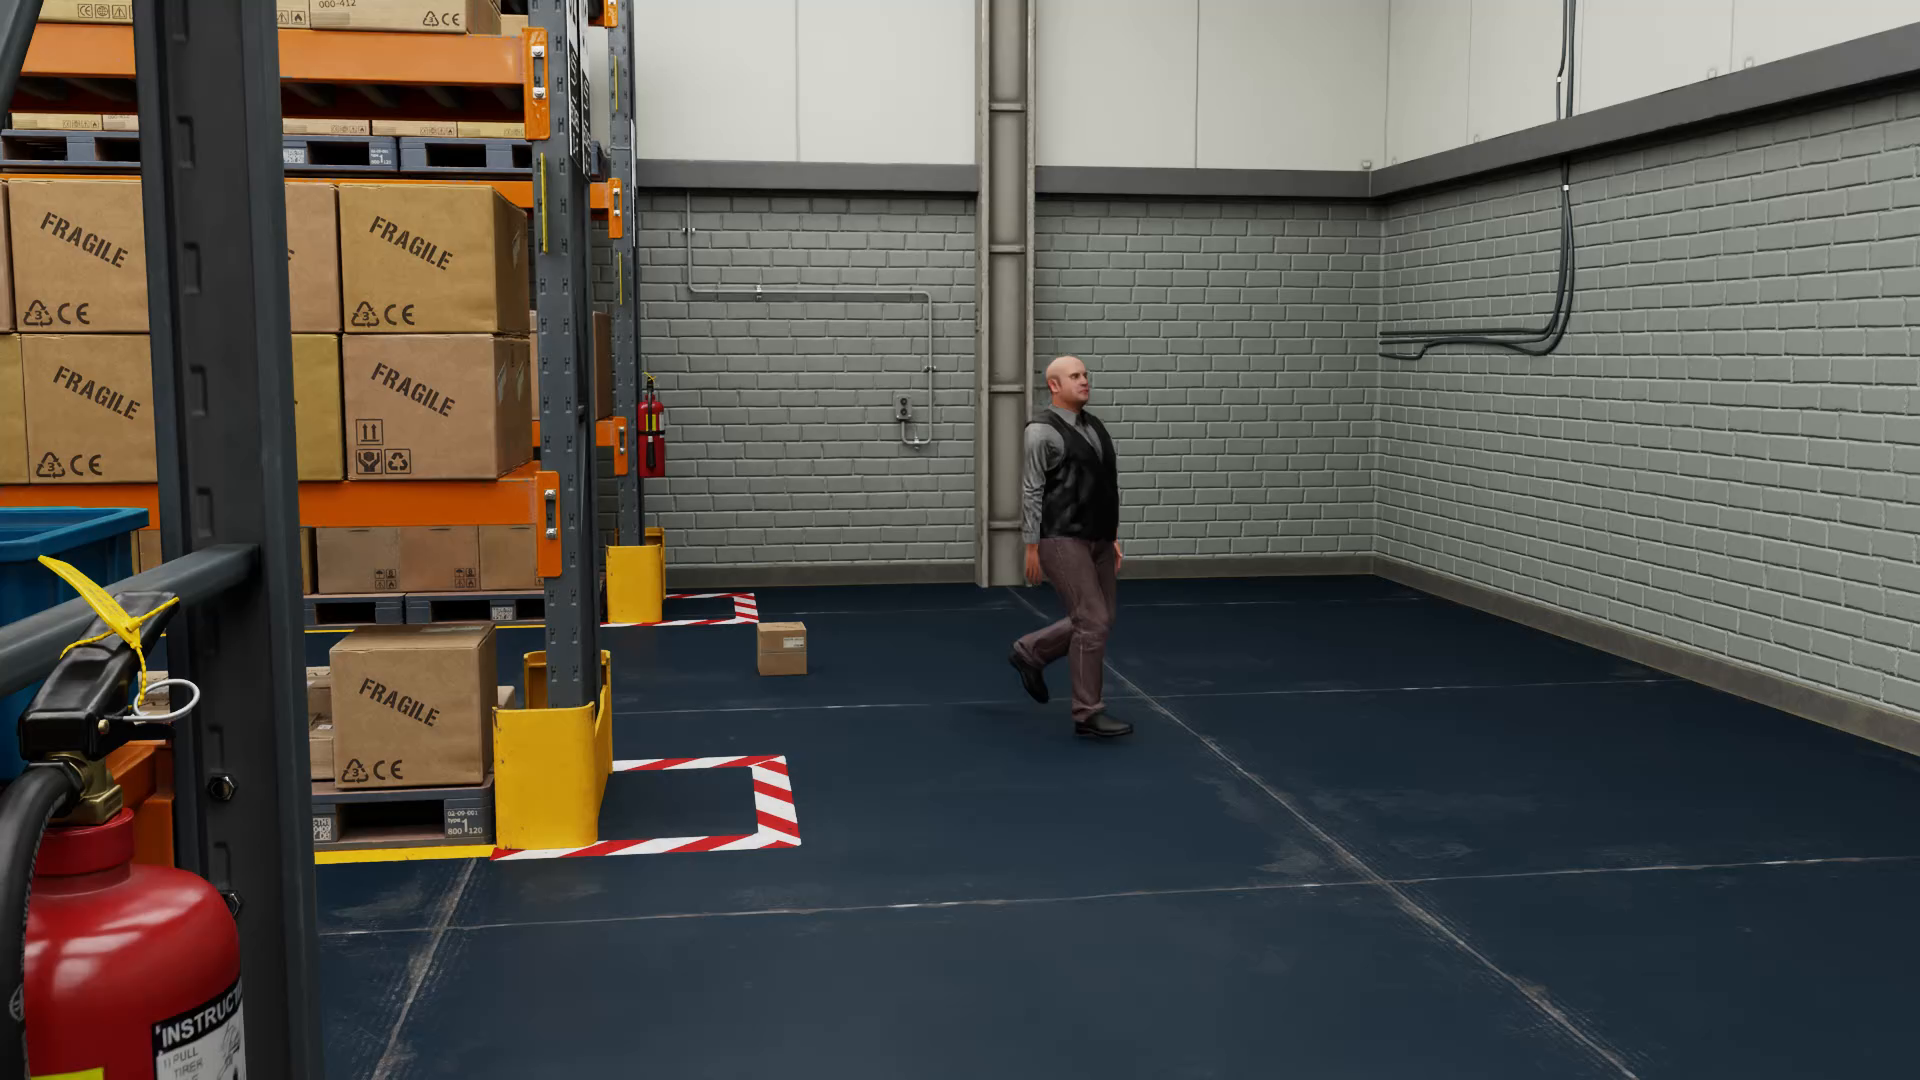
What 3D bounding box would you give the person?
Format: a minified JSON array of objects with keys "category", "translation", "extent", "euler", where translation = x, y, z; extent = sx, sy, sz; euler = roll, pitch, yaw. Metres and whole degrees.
[{"category":"person","translation":[0.490,0.013,7.582],"extent":[0.802,1.695,0.530],"euler":[5,8,38]}]
